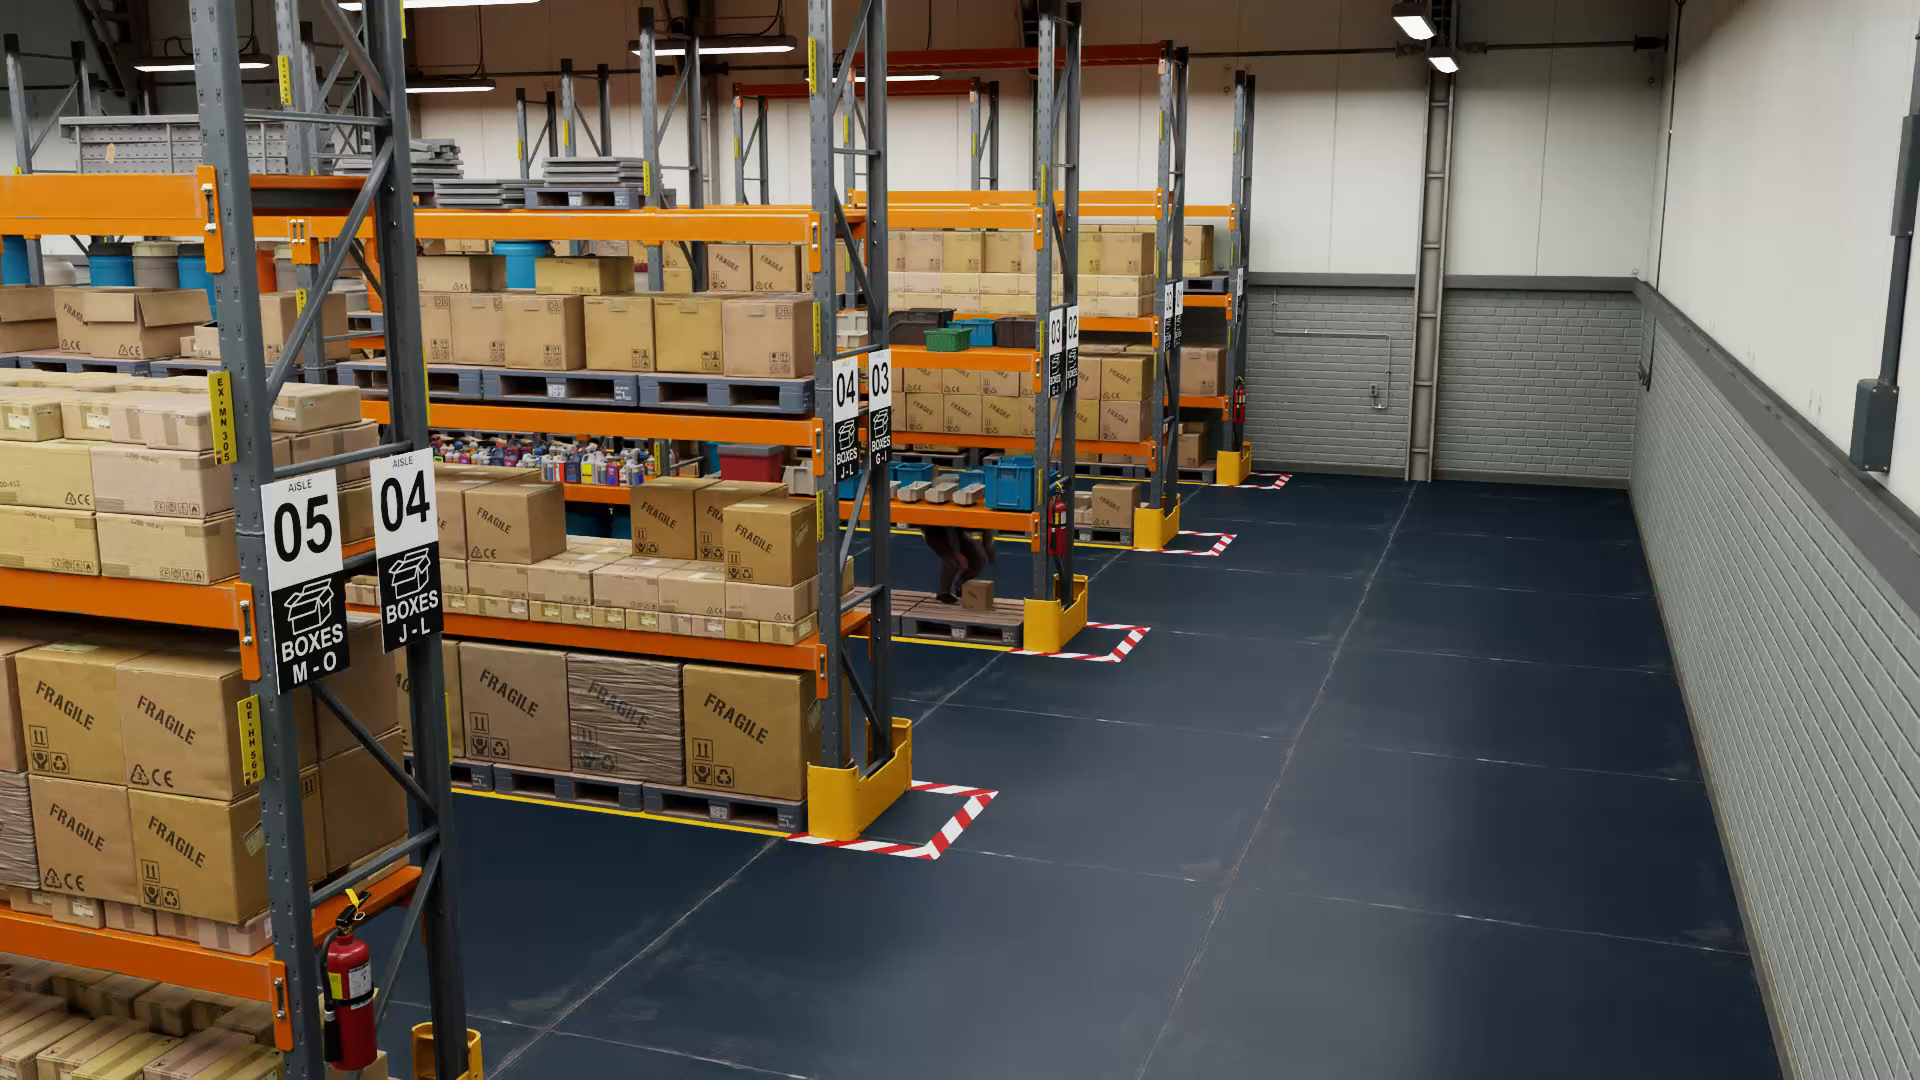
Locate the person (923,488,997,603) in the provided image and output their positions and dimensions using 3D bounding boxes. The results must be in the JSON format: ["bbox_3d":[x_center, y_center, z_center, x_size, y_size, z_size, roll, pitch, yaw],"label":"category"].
[{"bbox_3d":[0.010,-0.008,16.807,0.584,1.255,0.783,-9,15,-38],"label":"person"}]
